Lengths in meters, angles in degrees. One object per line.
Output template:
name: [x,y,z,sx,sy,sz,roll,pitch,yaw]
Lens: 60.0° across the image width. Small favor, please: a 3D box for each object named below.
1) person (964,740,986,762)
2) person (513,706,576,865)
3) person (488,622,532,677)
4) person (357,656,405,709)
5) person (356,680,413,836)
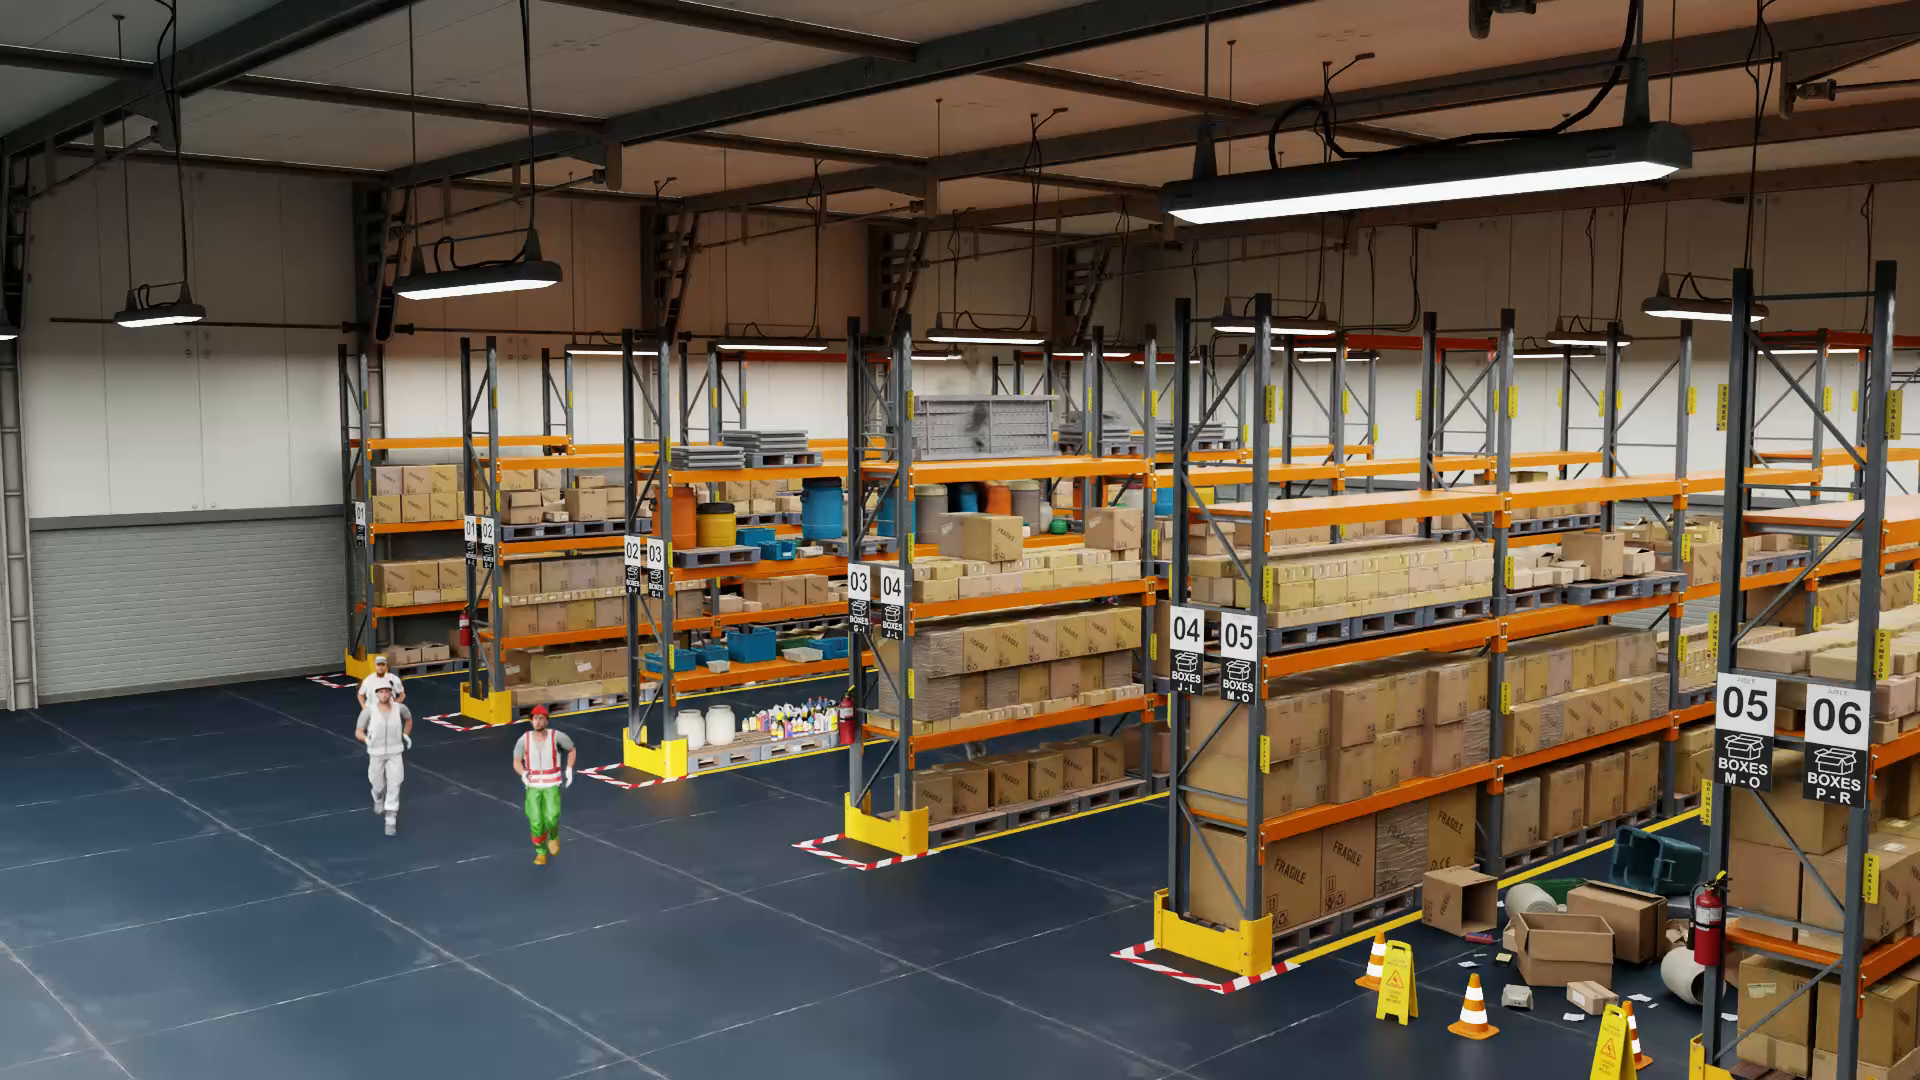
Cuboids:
person: [0.116,2.354,22.662,0.525,1.553,0.536,4,7,39]
person: [-4.526,2.678,18.037,0.654,1.748,0.591,-1,5,-6]
person: [-7.661,1.725,28.538,0.643,1.835,0.936,5,7,44]
person: [-7.767,2.358,22.325,0.613,1.621,0.674,-2,5,-17]
person: [-6.742,2.519,19.537,0.655,1.770,0.947,-2,6,-24]
